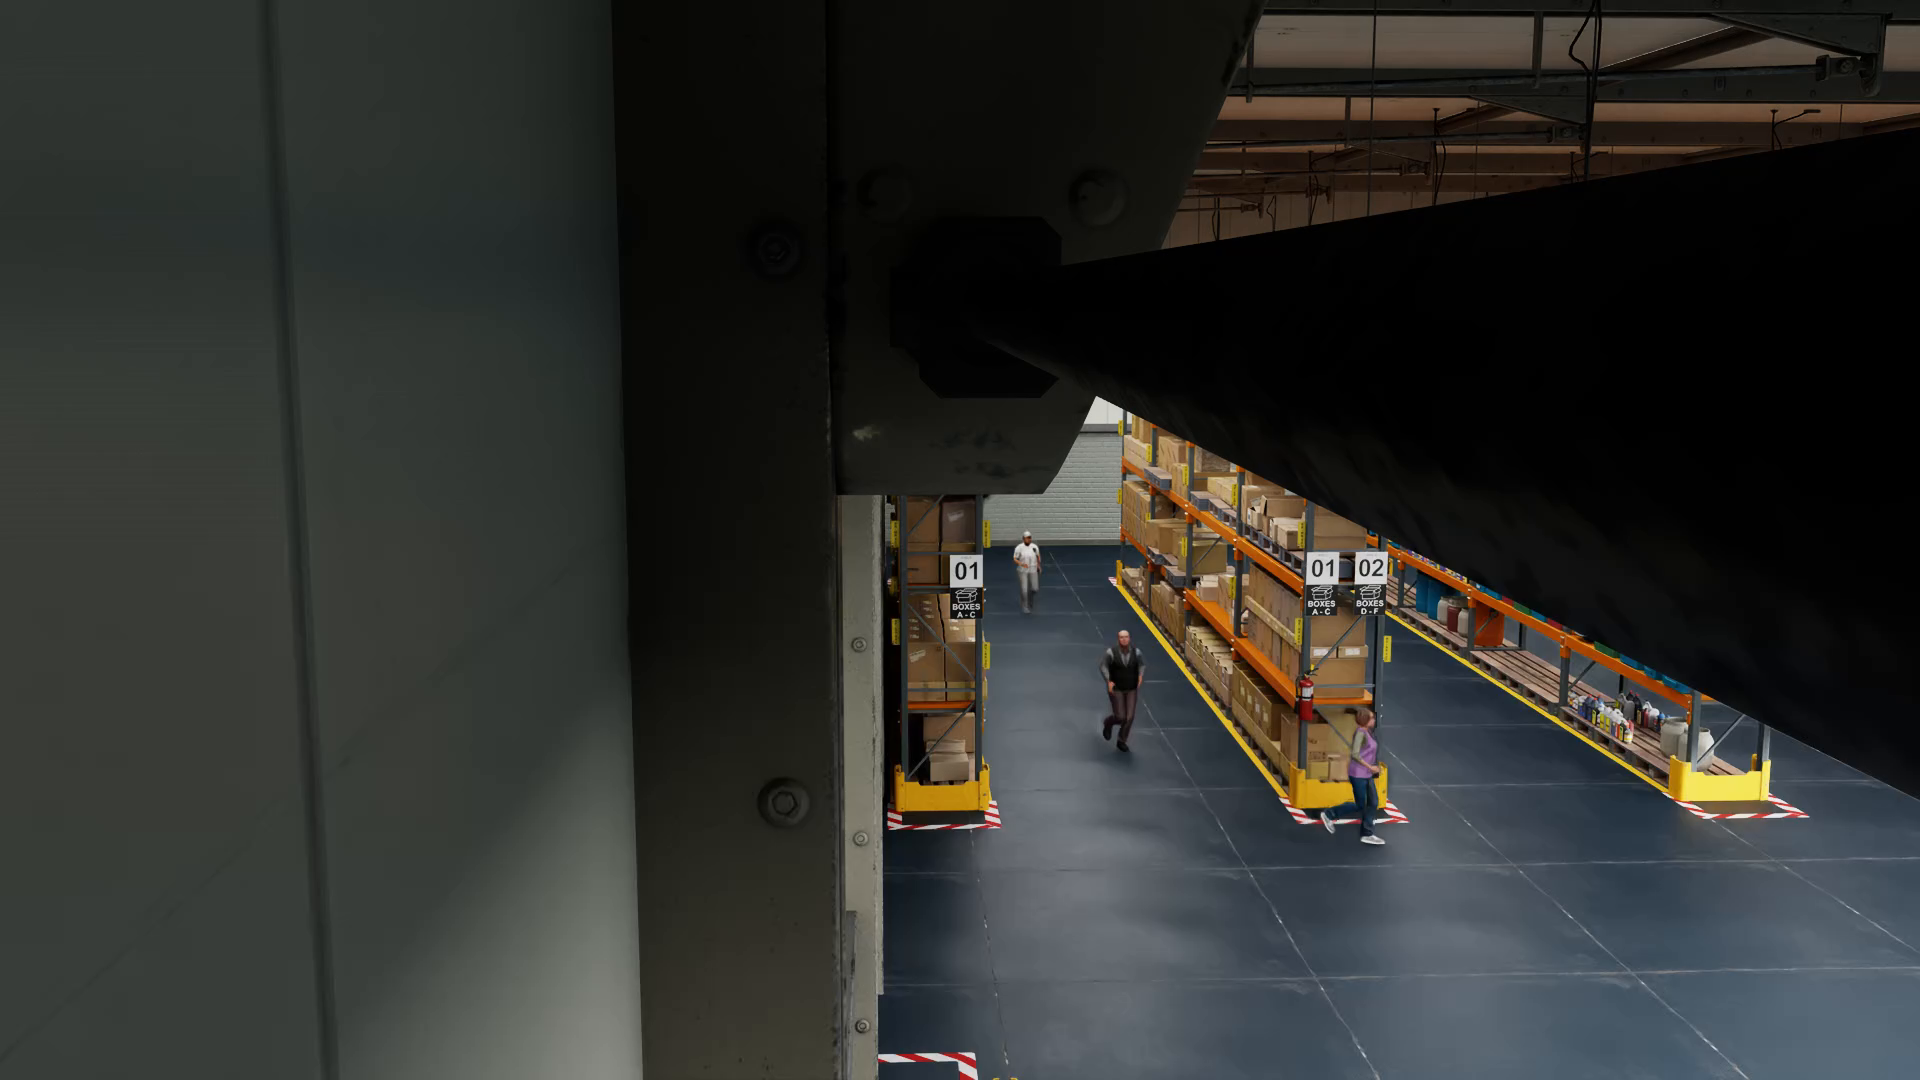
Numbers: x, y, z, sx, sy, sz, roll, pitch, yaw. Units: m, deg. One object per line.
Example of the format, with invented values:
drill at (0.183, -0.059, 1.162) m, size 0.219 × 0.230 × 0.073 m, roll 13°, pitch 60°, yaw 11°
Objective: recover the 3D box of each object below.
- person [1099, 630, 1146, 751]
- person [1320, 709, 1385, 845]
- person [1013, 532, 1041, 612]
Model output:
person at (2.295, 2.065, 23.214) m, size 0.656 × 1.627 × 0.580 m, roll -2°, pitch 9°, yaw -10°
person at (4.605, 2.730, 19.330) m, size 0.742 × 1.551 × 0.543 m, roll 4°, pitch 9°, yaw 25°
person at (1.367, 0.645, 33.186) m, size 0.600 × 1.628 × 0.538 m, roll -2°, pitch 9°, yaw -12°
